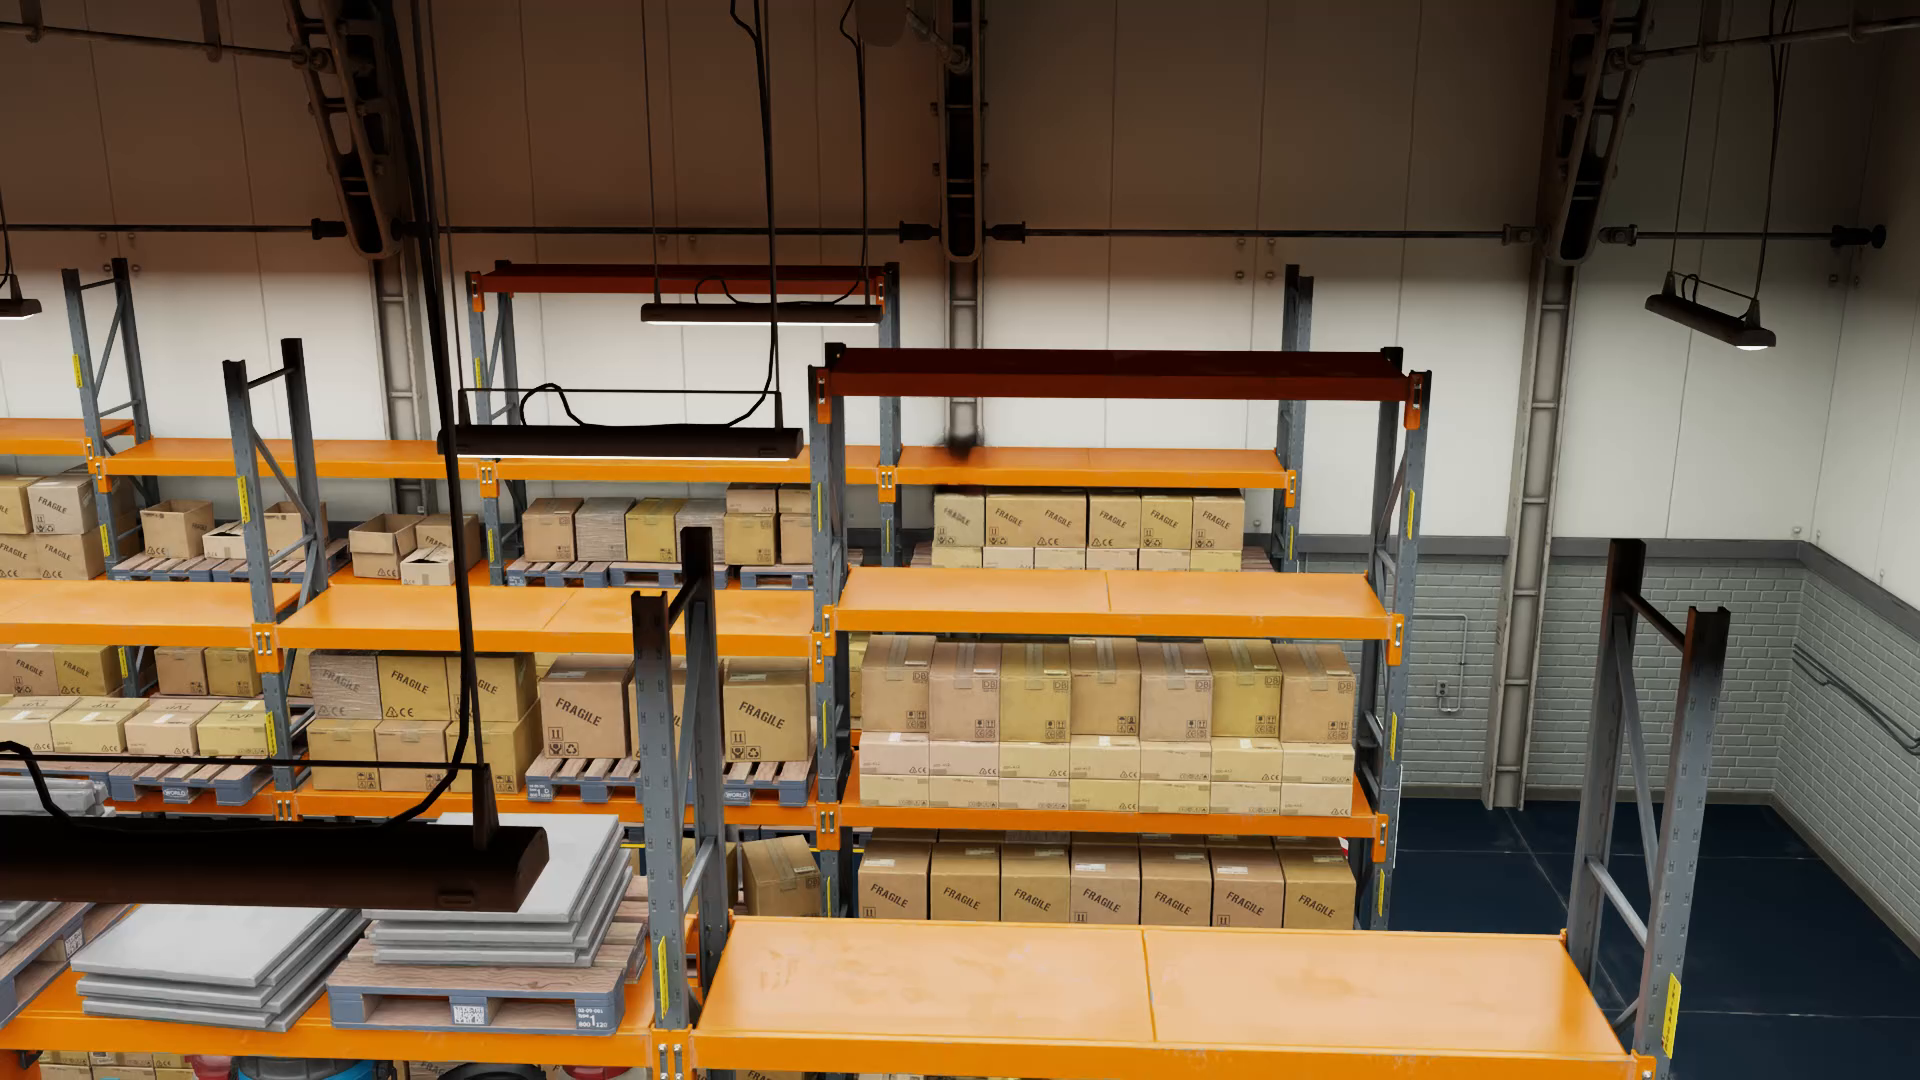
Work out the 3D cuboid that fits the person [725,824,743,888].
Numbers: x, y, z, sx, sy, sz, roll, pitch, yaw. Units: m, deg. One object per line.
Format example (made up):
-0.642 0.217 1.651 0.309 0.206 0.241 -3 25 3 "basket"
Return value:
-2.371 2.664 16.407 0.492 1.678 0.405 -3 16 -9 "person"
